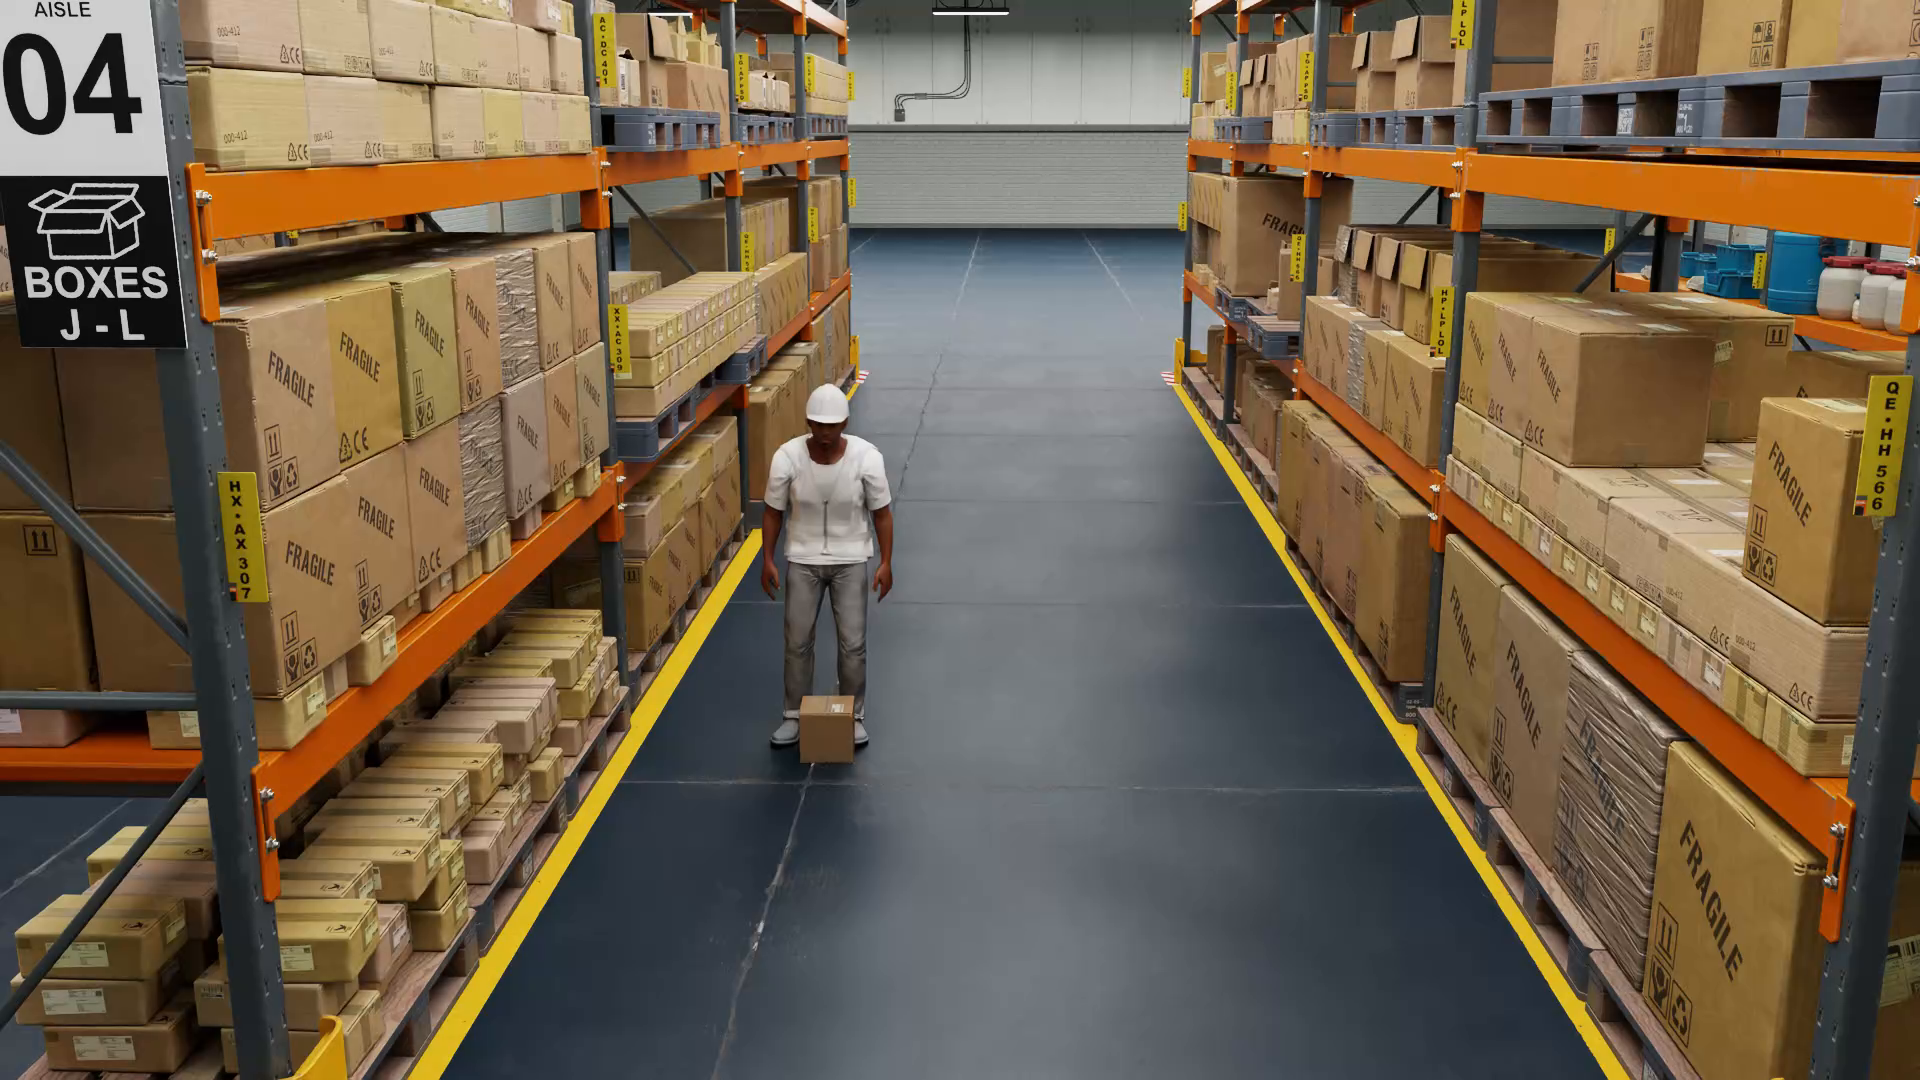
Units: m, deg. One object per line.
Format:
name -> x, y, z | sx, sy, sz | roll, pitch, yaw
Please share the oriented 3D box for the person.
person -> -0.638, 0.119, 7.977 | 0.635, 1.760, 0.463 | 0, 14, 0
